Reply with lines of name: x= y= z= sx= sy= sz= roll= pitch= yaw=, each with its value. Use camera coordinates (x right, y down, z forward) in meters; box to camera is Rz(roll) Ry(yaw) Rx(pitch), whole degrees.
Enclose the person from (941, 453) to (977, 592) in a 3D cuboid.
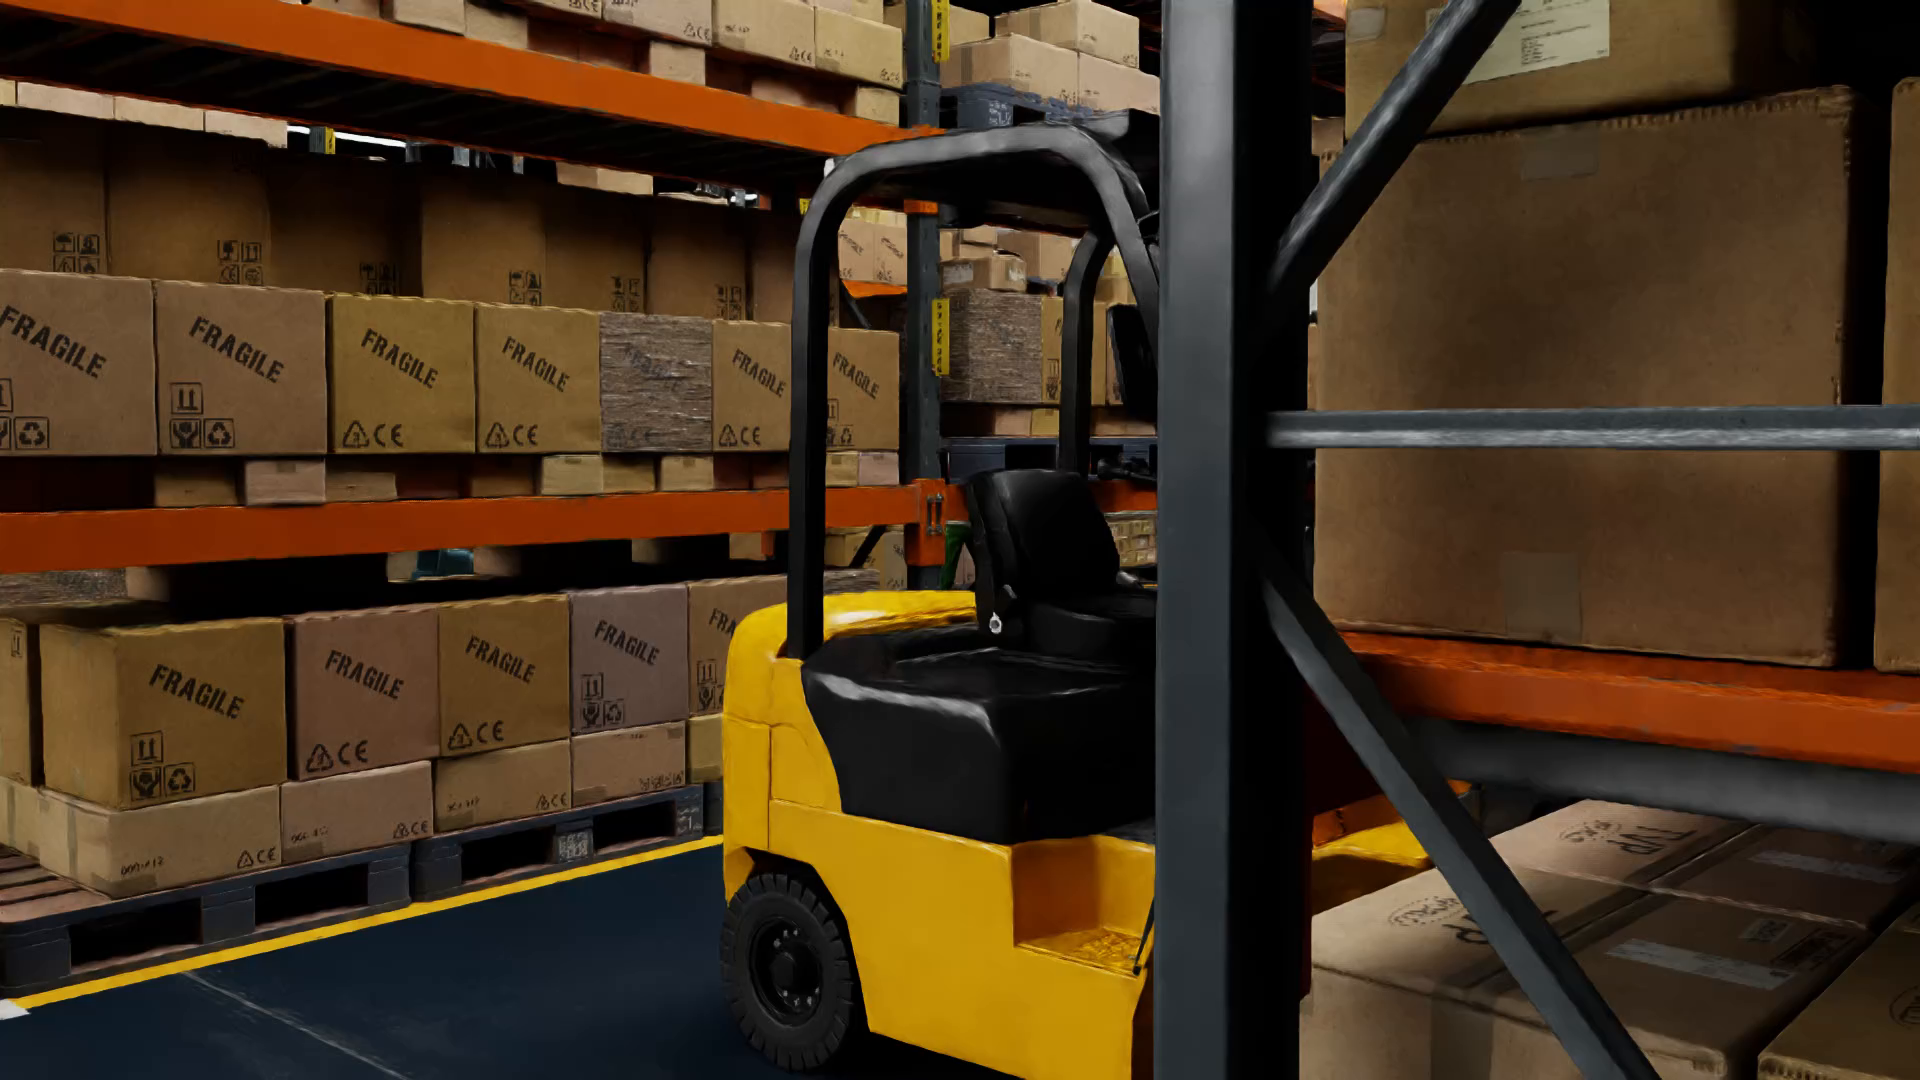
person: x=-0.042 y=-0.088 z=11.173 sx=0.649 sy=1.783 sz=0.656 roll=-1 pitch=4 yaw=-21
